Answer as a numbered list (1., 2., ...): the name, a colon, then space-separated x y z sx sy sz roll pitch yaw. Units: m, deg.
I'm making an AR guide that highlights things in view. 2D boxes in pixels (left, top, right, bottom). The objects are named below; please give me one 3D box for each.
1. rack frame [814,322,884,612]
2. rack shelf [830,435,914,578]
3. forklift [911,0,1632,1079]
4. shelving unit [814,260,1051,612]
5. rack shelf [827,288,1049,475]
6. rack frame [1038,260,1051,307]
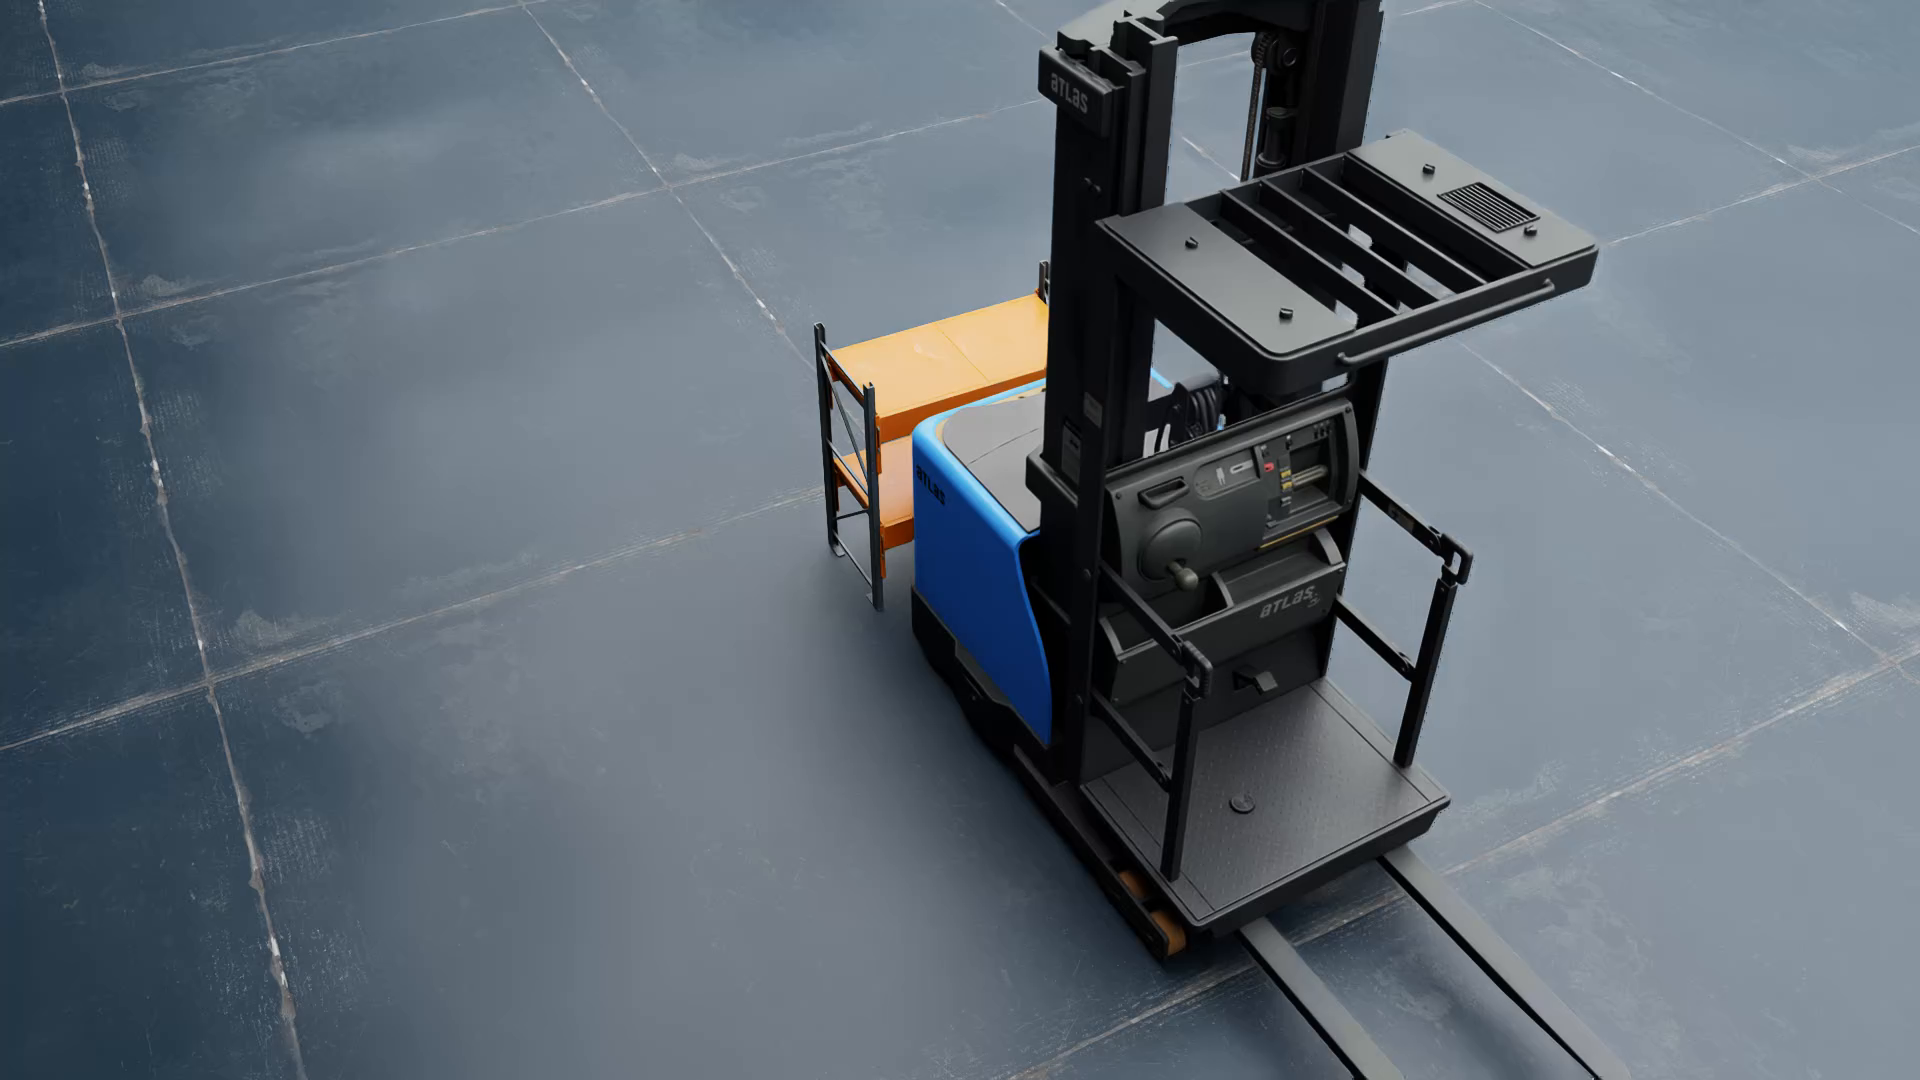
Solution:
1. rack frame: -0.445 -0.280 6.710 0.032 1.125 0.500 -19 44 -21
2. rack shelf: 0.006 -0.245 7.047 1.000 0.278 0.538 -19 44 -21
3. forklift: 0.976 -0.061 5.054 1.130 2.935 3.031 -20 44 -22
4. shelving unit: 0.006 -0.431 6.889 1.048 1.125 0.538 -19 44 -21
5. rack shelf: 0.006 -0.655 6.700 1.000 0.278 0.538 -19 44 -21
6. rack frame: 0.457 -0.583 7.068 0.032 1.125 0.500 -19 44 -21
